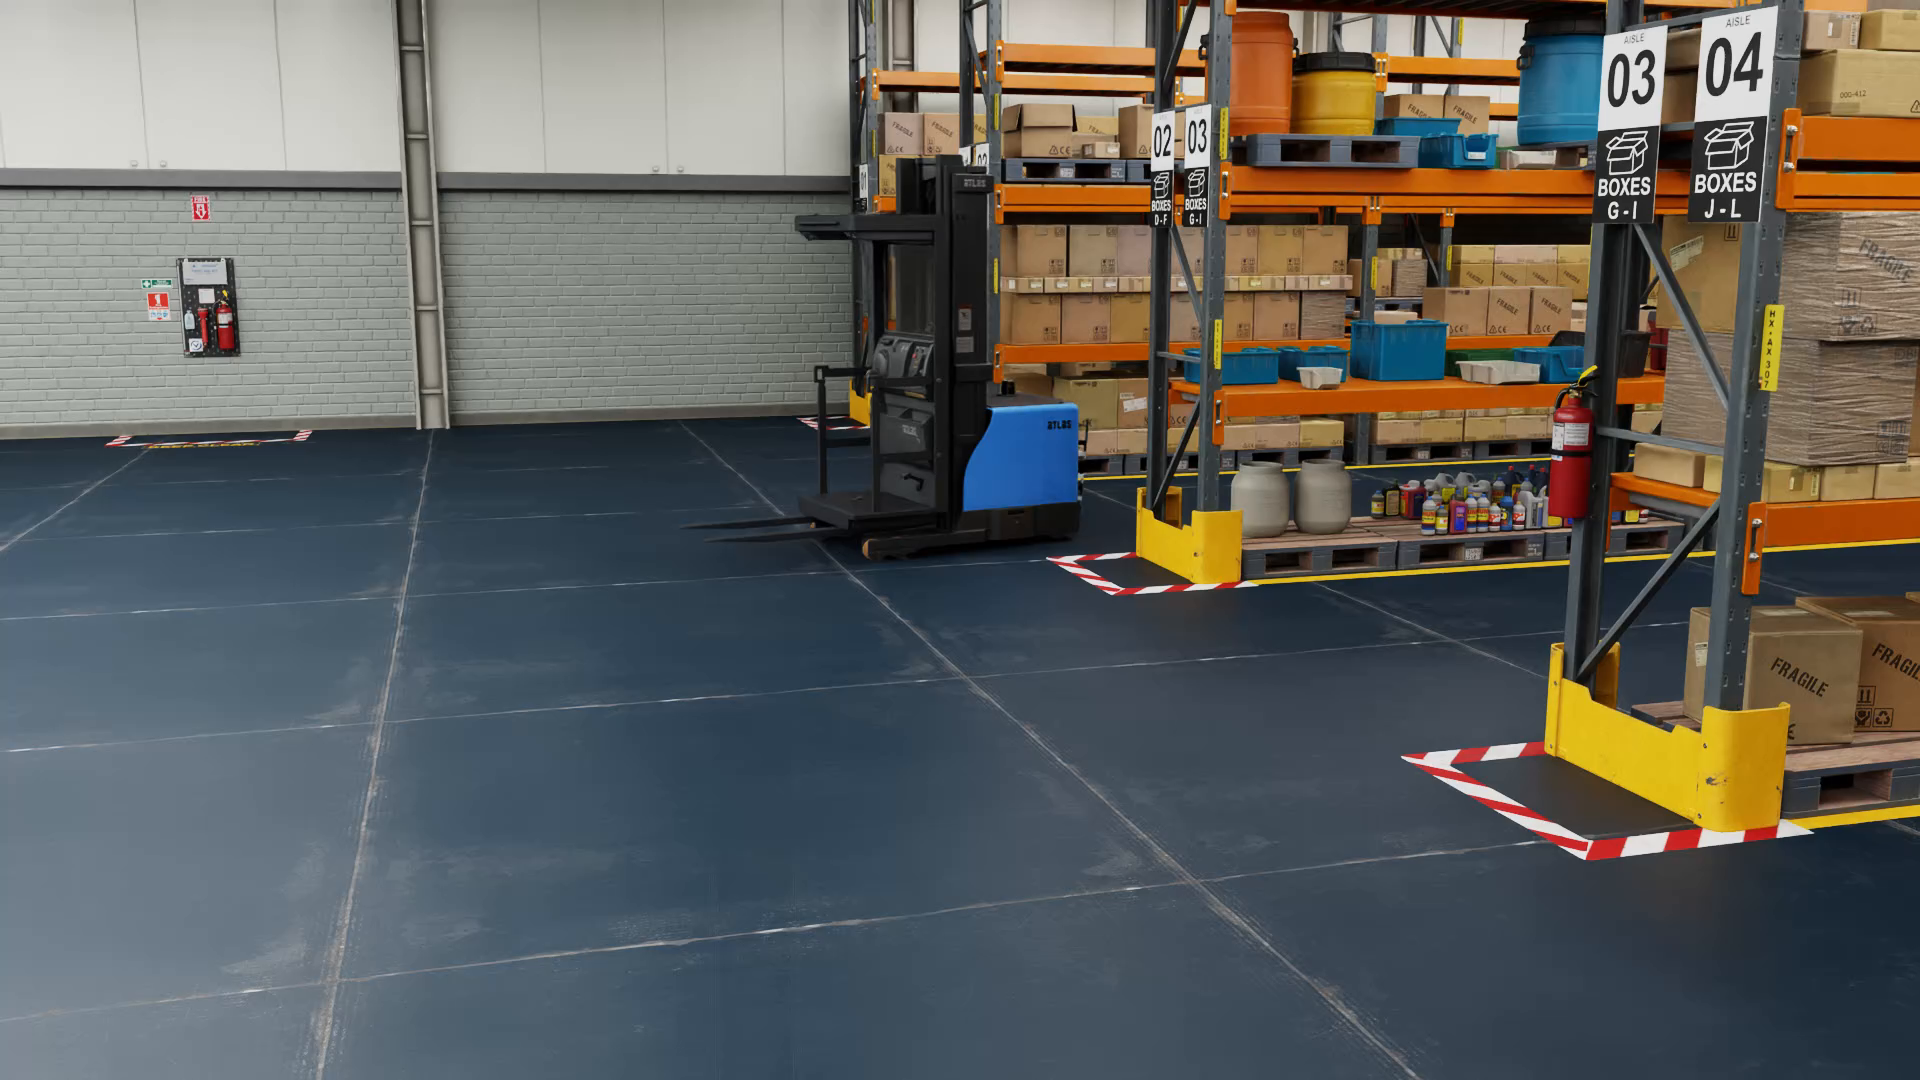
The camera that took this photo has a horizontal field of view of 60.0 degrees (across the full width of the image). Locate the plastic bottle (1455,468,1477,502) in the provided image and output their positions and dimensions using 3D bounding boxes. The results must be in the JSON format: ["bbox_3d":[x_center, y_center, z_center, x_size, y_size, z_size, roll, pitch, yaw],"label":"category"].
[{"bbox_3d":[3.931,-0.383,12.942,0.185,0.351,0.144,-3,11,-16],"label":"plastic bottle"}]

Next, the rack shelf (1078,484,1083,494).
[{"bbox_3d":[0.843,-0.429,13.525,0.200,0.077,0.258,0,9,-32],"label":"rack shelf"}]

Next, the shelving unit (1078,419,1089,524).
[{"bbox_3d":[0.853,-0.551,13.509,0.210,0.900,0.258,0,9,-32],"label":"shelving unit"}]

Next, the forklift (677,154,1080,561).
[{"bbox_3d":[-0.611,-1.396,12.536,3.031,2.935,1.130,-5,12,-27],"label":"forklift"}]

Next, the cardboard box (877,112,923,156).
[{"bbox_3d":[-0.761,-4.992,20.500,0.500,0.500,0.500,-4,11,-20],"label":"cardboard box"}]

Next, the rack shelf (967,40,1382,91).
[{"bbox_3d":[2.110,-4.629,16.427,4.000,0.370,1.077,-3,11,-16],"label":"rack shelf"}]

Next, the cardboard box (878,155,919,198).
[{"bbox_3d":[-0.808,-4.496,20.569,0.500,0.500,0.500,-3,11,-14],"label":"cardboard box"}]

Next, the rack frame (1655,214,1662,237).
[{"bbox_3d":[10.323,-3.596,24.295,0.127,3.000,1.000,-3,11,-16],"label":"rack frame"}]

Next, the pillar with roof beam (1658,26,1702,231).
[{"bbox_3d":[11.957,-5.984,20.696,0.400,9.000,9.100,-3,11,-16],"label":"pillar with roof beam"}]

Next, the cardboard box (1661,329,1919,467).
[{"bbox_3d":[3.490,-0.624,7.053,0.500,0.500,0.875,-3,11,-16],"label":"cardboard box"}]

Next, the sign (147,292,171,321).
[{"bbox_3d":[-9.472,-2.760,19.655,0.234,0.329,0.001,-3,11,-16],"label":"sign"}]

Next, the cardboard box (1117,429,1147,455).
[{"bbox_3d":[1.726,-1.022,16.746,0.500,0.250,0.500,-3,11,-16],"label":"cardboard box"}]

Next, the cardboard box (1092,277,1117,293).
[{"bbox_3d":[1.362,-2.517,16.366,0.250,0.149,0.380,-3,11,-17],"label":"cardboard box"}]

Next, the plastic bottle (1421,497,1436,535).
[{"bbox_3d":[3.398,-0.179,12.052,0.097,0.271,0.097,0,10,0],"label":"plastic bottle"}]

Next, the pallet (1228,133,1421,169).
[{"bbox_3d":[2.392,-2.674,11.522,1.213,0.211,1.003,-3,11,-16],"label":"pallet"}]

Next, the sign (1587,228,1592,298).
[{"bbox_3d":[2.819,-1.228,7.360,0.005,0.325,0.100,-3,11,-16],"label":"sign"}]

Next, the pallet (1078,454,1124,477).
[{"bbox_3d":[0.912,-0.802,16.822,1.213,0.211,1.003,-3,11,-16],"label":"pallet"}]

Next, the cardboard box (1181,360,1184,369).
[{"bbox_3d":[3.344,-2.218,22.500,0.500,0.500,0.700,-3,11,-14],"label":"cardboard box"}]

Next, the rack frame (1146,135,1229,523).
[{"bbox_3d":[1.570,-1.266,11.641,0.127,3.000,1.000,-3,11,-16],"label":"rack frame"}]

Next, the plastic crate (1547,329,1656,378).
[{"bbox_3d":[4.873,-1.434,12.722,0.504,0.338,0.767,-3,11,-16],"label":"plastic crate"}]

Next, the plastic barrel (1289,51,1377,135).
[{"bbox_3d":[2.629,-3.121,11.748,0.600,0.588,0.600,0,10,0],"label":"plastic barrel"}]

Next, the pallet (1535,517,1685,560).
[{"bbox_3d":[4.754,-0.071,12.848,1.213,0.211,1.003,-3,11,-16],"label":"pallet"}]

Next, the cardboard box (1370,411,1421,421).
[{"bbox_3d":[4.496,-1.438,17.457,0.500,0.311,0.500,-3,11,-16],"label":"cardboard box"}]

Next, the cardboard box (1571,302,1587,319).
[{"bbox_3d":[6.958,-2.477,18.464,0.500,0.311,0.500,-3,11,-17],"label":"cardboard box"}]

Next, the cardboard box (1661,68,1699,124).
[{"bbox_3d":[3.347,-1.875,7.078,0.500,0.250,0.500,-3,11,-15],"label":"cardboard box"}]

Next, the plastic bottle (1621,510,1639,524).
[{"bbox_3d":[5.041,-0.268,12.503,0.133,0.283,0.061,-2,11,-13],"label":"plastic bottle"}]

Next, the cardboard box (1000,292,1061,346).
[{"bbox_3d":[0.641,-2.198,16.426,0.500,0.500,0.700,-3,11,-16],"label":"cardboard box"}]

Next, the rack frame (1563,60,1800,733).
[{"bbox_3d":[2.955,-0.405,6.964,0.127,3.000,1.000,-3,11,-16],"label":"rack frame"}]

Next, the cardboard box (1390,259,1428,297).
[{"bbox_3d":[6.034,-3.634,23.007,0.500,0.500,0.700,-4,11,-23],"label":"cardboard box"}]

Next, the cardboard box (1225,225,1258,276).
[{"bbox_3d":[2.640,-2.943,16.887,0.500,0.500,0.700,-3,11,-16],"label":"cardboard box"}]

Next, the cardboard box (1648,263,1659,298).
[{"bbox_3d":[9.950,-3.734,23.892,0.500,0.500,0.500,-3,11,-17],"label":"cardboard box"}]

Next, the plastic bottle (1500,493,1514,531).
[{"bbox_3d":[4.018,-0.211,12.230,0.097,0.271,0.097,0,10,0],"label":"plastic bottle"}]

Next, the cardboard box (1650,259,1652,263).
[{"bbox_3d":[9.946,-4.102,23.819,0.500,0.250,0.500,-3,11,-15],"label":"cardboard box"}]

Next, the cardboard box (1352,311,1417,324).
[{"bbox_3d":[4.491,-2.289,17.609,0.500,0.250,0.500,-2,11,-12],"label":"cardboard box"}]

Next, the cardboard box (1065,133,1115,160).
[{"bbox_3d":[1.221,-3.909,16.576,0.500,0.250,0.500,-3,11,-16],"label":"cardboard box"}]

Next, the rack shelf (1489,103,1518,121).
[{"bbox_3d":[8.403,-5.895,23.303,4.000,0.370,1.077,-3,11,-16],"label":"rack shelf"}]

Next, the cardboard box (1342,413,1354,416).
[{"bbox_3d":[4.339,-1.531,17.961,0.500,0.311,0.500,-3,11,-16],"label":"cardboard box"}]

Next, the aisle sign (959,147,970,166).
[{"bbox_3d":[0.044,-3.454,16.343,0.004,0.787,0.394,-3,11,-16],"label":"aisle sign"}]

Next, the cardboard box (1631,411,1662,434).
[{"bbox_3d":[7.434,-1.318,18.354,0.500,0.250,0.500,-3,11,-15],"label":"cardboard box"}]

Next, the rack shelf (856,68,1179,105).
[{"bbox_3d":[0.722,-5.685,21.068,4.000,0.370,1.077,-3,11,-16],"label":"rack shelf"}]

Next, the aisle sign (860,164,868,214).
[{"bbox_3d":[-1.184,-4.211,20.458,0.004,0.787,0.394,-3,11,-16],"label":"aisle sign"}]

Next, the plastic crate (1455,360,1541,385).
[{"bbox_3d":[3.923,-1.213,12.079,0.437,0.136,0.530,-3,11,-16],"label":"plastic crate"}]

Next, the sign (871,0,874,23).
[{"bbox_3d":[-1.047,-6.343,19.849,0.005,0.325,0.100,-3,11,-16],"label":"sign"}]

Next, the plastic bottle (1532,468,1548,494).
[{"bbox_3d":[4.560,-0.389,12.974,0.185,0.351,0.144,-3,11,-16],"label":"plastic bottle"}]

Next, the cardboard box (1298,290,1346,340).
[{"bbox_3d":[3.606,-2.356,17.282,0.500,0.500,0.700,-3,11,-17],"label":"cardboard box"}]

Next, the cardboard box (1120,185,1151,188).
[{"bbox_3d":[2.224,-4.657,21.440,0.500,0.500,0.500,-3,11,-14],"label":"cardboard box"}]

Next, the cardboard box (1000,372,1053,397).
[{"bbox_3d":[0.621,-1.430,16.891,0.500,0.500,0.500,-3,11,-16],"label":"cardboard box"}]

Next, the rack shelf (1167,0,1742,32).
[{"bbox_3d":[3.491,-3.768,11.749,4.000,0.370,1.077,-3,11,-16],"label":"rack shelf"}]

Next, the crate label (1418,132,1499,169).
[{"bbox_3d":[3.460,-2.706,11.585,0.408,0.251,0.502,-3,11,-16],"label":"crate label"}]

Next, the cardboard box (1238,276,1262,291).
[{"bbox_3d":[2.851,-2.596,16.796,0.250,0.149,0.380,-3,11,-16],"label":"cardboard box"}]

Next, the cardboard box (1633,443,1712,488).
[{"bbox_3d":[3.171,-0.332,7.260,0.250,0.149,0.380,-3,11,-16],"label":"cardboard box"}]
